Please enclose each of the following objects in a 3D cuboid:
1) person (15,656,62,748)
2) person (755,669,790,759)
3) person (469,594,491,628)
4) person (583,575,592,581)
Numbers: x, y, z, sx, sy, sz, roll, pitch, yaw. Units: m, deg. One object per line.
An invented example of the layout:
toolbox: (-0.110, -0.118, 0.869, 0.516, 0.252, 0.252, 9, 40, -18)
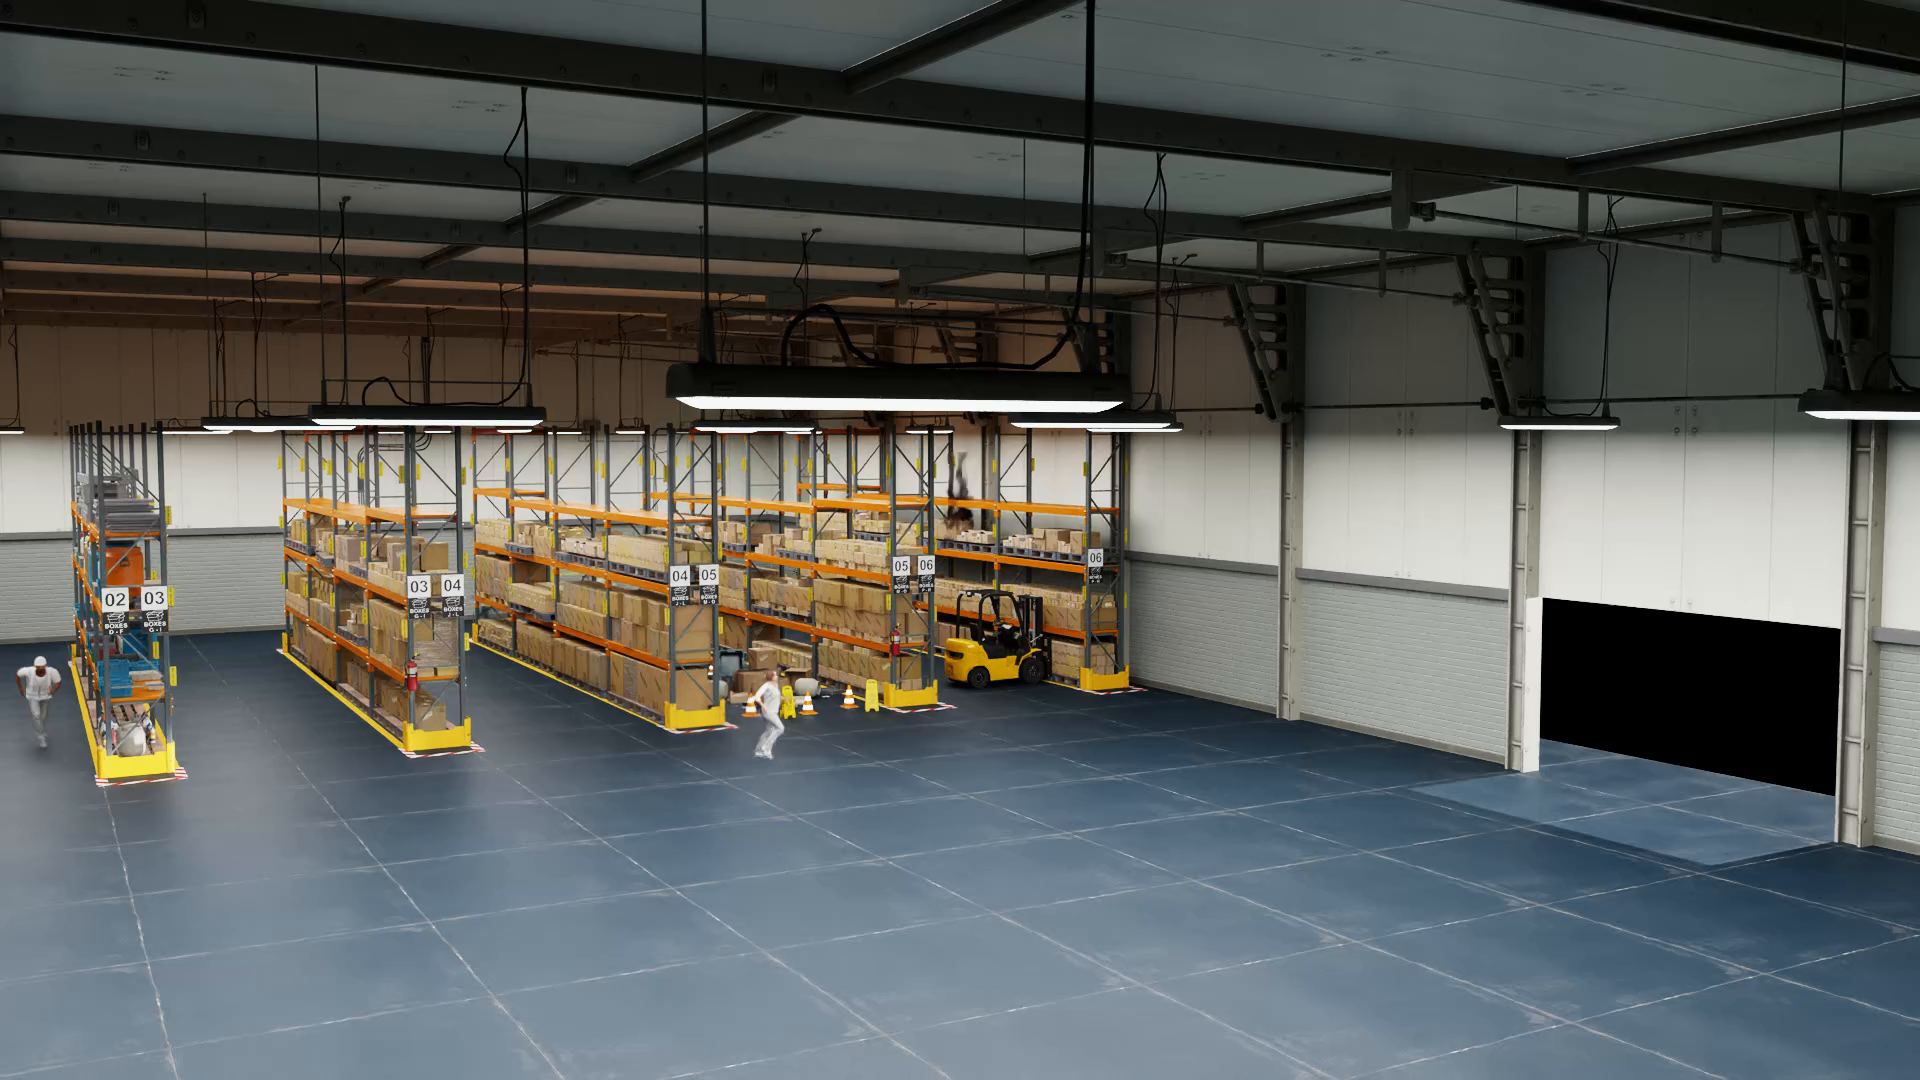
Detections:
person: (-17.182, 2.991, 31.019, 0.737, 1.716, 1.058, -2, 4, -32)
person: (-3.350, 3.097, 29.657, 0.639, 1.585, 0.511, 1, 4, 11)
person: (-13.658, 1.907, 47.765, 0.806, 1.775, 0.702, -2, 4, -28)
person: (-11.321, 1.737, 50.630, 0.662, 1.796, 0.737, 2, 4, 33)
